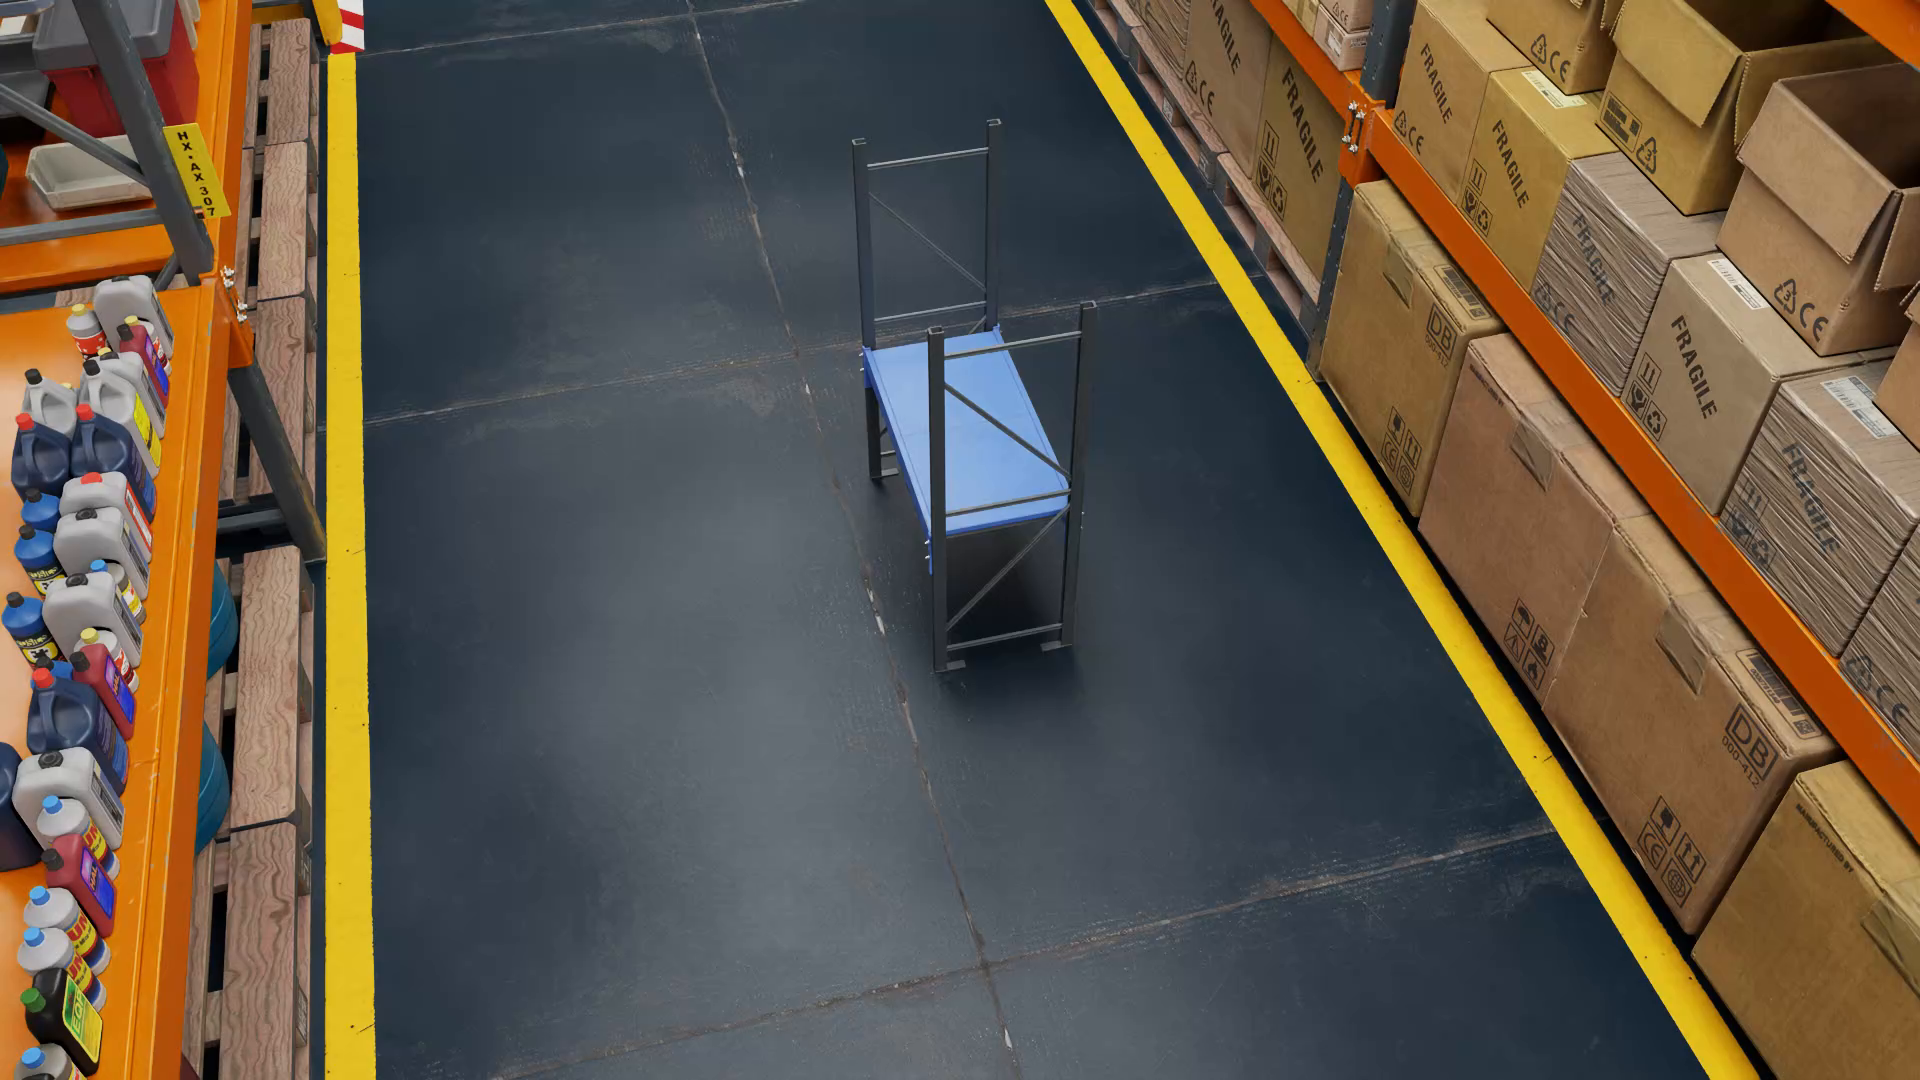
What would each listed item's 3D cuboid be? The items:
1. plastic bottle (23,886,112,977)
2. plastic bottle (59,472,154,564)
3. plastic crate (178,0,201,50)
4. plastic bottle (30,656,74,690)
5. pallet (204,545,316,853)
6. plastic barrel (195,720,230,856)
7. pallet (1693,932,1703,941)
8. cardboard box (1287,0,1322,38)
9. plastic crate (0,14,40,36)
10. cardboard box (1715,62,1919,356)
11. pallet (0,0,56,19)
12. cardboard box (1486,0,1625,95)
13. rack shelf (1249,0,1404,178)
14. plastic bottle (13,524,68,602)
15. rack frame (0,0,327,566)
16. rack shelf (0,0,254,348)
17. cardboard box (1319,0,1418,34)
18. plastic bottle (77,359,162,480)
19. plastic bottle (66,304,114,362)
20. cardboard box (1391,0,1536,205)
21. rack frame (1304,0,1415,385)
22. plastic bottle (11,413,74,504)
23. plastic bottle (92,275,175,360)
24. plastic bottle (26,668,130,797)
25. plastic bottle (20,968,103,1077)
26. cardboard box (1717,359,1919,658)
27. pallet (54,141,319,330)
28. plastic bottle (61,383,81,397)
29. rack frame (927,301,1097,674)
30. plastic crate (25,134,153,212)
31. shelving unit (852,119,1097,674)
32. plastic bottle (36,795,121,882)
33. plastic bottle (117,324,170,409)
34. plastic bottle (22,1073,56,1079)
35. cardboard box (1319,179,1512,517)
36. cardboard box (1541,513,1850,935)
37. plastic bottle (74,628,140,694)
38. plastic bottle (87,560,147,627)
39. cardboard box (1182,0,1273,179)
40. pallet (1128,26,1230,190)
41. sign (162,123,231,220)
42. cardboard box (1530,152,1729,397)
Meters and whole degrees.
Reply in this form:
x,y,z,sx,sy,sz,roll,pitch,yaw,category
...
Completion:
x,y,z,sx,sy,sz,roll,pitch,yaw,category
-1.861,0.806,3.450,0.097,0.271,0.097,0,46,0,plastic bottle
-2.211,-0.063,4.299,0.152,0.276,0.135,-11,47,-10,plastic bottle
-3.060,-1.988,6.139,0.437,0.282,0.530,-11,47,-10,plastic crate
-2.086,0.370,3.878,0.097,0.271,0.097,0,46,0,plastic bottle
-2.690,0.596,5.518,1.003,0.211,1.213,-11,47,-10,pallet
-2.543,0.535,4.801,0.600,0.901,0.708,-11,47,-10,plastic barrel
2.836,1.354,4.775,1.003,0.211,1.213,-11,47,-10,pallet
1.480,-2.066,6.351,0.380,0.149,0.250,-10,46,-10,cardboard box
-3.584,-1.996,6.249,0.293,0.136,0.466,-11,47,-10,plastic crate
2.451,-0.870,4.230,0.797,0.503,0.637,-9,46,-9,cardboard box
-2.552,-1.381,3.535,1.213,0.211,1.003,-11,47,-10,pallet
2.112,-1.772,5.114,0.797,0.503,0.637,-12,47,-11,cardboard box
1.429,-2.955,7.549,1.077,0.370,4.000,-11,47,-10,rack shelf
-2.293,0.067,4.174,0.097,0.271,0.097,0,46,0,plastic bottle
-2.847,-0.920,5.051,1.000,3.000,0.127,-11,47,-10,rack frame
-3.359,-2.049,6.662,1.077,0.370,4.000,-11,47,-10,rack shelf
1.574,-2.134,6.138,0.500,0.250,0.500,-12,47,-11,cardboard box
-2.296,-0.328,4.506,0.144,0.351,0.185,-11,47,-10,plastic bottle
-2.550,-0.602,4.879,0.097,0.201,0.097,0,46,0,plastic bottle
1.817,-1.497,5.547,0.500,0.500,0.500,-11,47,-10,cardboard box
1.941,-1.826,5.939,1.000,3.000,0.127,-11,47,-10,rack frame
-2.388,-0.174,4.355,0.144,0.351,0.185,-11,47,-10,plastic bottle
-2.434,-0.664,4.887,0.152,0.276,0.135,-11,47,-10,plastic bottle
-2.014,0.432,3.760,0.144,0.351,0.185,-11,47,-10,plastic bottle
-1.789,0.945,3.305,0.061,0.283,0.133,-11,47,-10,plastic bottle
2.341,-0.098,4.175,0.500,0.500,0.500,-12,47,-12,cardboard box
-3.389,-1.289,7.365,1.003,0.211,1.213,-11,47,-10,pallet
-2.456,-0.350,4.632,0.097,0.201,0.097,0,46,0,plastic bottle
0.152,-0.115,5.313,0.500,1.500,0.032,-11,47,-10,rack frame
-2.828,-1.196,5.465,0.396,0.136,0.243,-11,47,-10,plastic crate
0.022,-0.466,5.657,0.538,1.500,1.048,-11,47,-10,shelving unit
-1.920,0.646,3.606,0.097,0.271,0.097,0,46,0,plastic bottle
-2.330,-0.515,4.736,0.061,0.283,0.133,-11,47,-10,plastic bottle
-1.730,1.104,3.149,0.061,0.283,0.133,-11,47,-10,plastic bottle
2.124,-0.791,6.118,1.225,0.875,0.875,-11,47,-10,cardboard box
2.587,0.436,4.917,1.225,0.875,0.875,-11,47,-10,cardboard box
-2.061,0.291,4.004,0.097,0.201,0.097,0,46,0,plastic bottle
-2.121,0.131,4.161,0.097,0.201,0.097,0,46,0,plastic bottle
1.619,-2.321,7.618,0.875,0.875,0.875,-11,47,-10,cardboard box
1.506,-2.233,8.290,1.003,0.211,1.213,-11,47,-10,pallet
-2.315,-1.116,5.050,0.100,0.325,0.005,-11,47,-10,sign
2.074,-0.805,4.869,0.500,0.500,0.500,-12,47,-11,cardboard box
